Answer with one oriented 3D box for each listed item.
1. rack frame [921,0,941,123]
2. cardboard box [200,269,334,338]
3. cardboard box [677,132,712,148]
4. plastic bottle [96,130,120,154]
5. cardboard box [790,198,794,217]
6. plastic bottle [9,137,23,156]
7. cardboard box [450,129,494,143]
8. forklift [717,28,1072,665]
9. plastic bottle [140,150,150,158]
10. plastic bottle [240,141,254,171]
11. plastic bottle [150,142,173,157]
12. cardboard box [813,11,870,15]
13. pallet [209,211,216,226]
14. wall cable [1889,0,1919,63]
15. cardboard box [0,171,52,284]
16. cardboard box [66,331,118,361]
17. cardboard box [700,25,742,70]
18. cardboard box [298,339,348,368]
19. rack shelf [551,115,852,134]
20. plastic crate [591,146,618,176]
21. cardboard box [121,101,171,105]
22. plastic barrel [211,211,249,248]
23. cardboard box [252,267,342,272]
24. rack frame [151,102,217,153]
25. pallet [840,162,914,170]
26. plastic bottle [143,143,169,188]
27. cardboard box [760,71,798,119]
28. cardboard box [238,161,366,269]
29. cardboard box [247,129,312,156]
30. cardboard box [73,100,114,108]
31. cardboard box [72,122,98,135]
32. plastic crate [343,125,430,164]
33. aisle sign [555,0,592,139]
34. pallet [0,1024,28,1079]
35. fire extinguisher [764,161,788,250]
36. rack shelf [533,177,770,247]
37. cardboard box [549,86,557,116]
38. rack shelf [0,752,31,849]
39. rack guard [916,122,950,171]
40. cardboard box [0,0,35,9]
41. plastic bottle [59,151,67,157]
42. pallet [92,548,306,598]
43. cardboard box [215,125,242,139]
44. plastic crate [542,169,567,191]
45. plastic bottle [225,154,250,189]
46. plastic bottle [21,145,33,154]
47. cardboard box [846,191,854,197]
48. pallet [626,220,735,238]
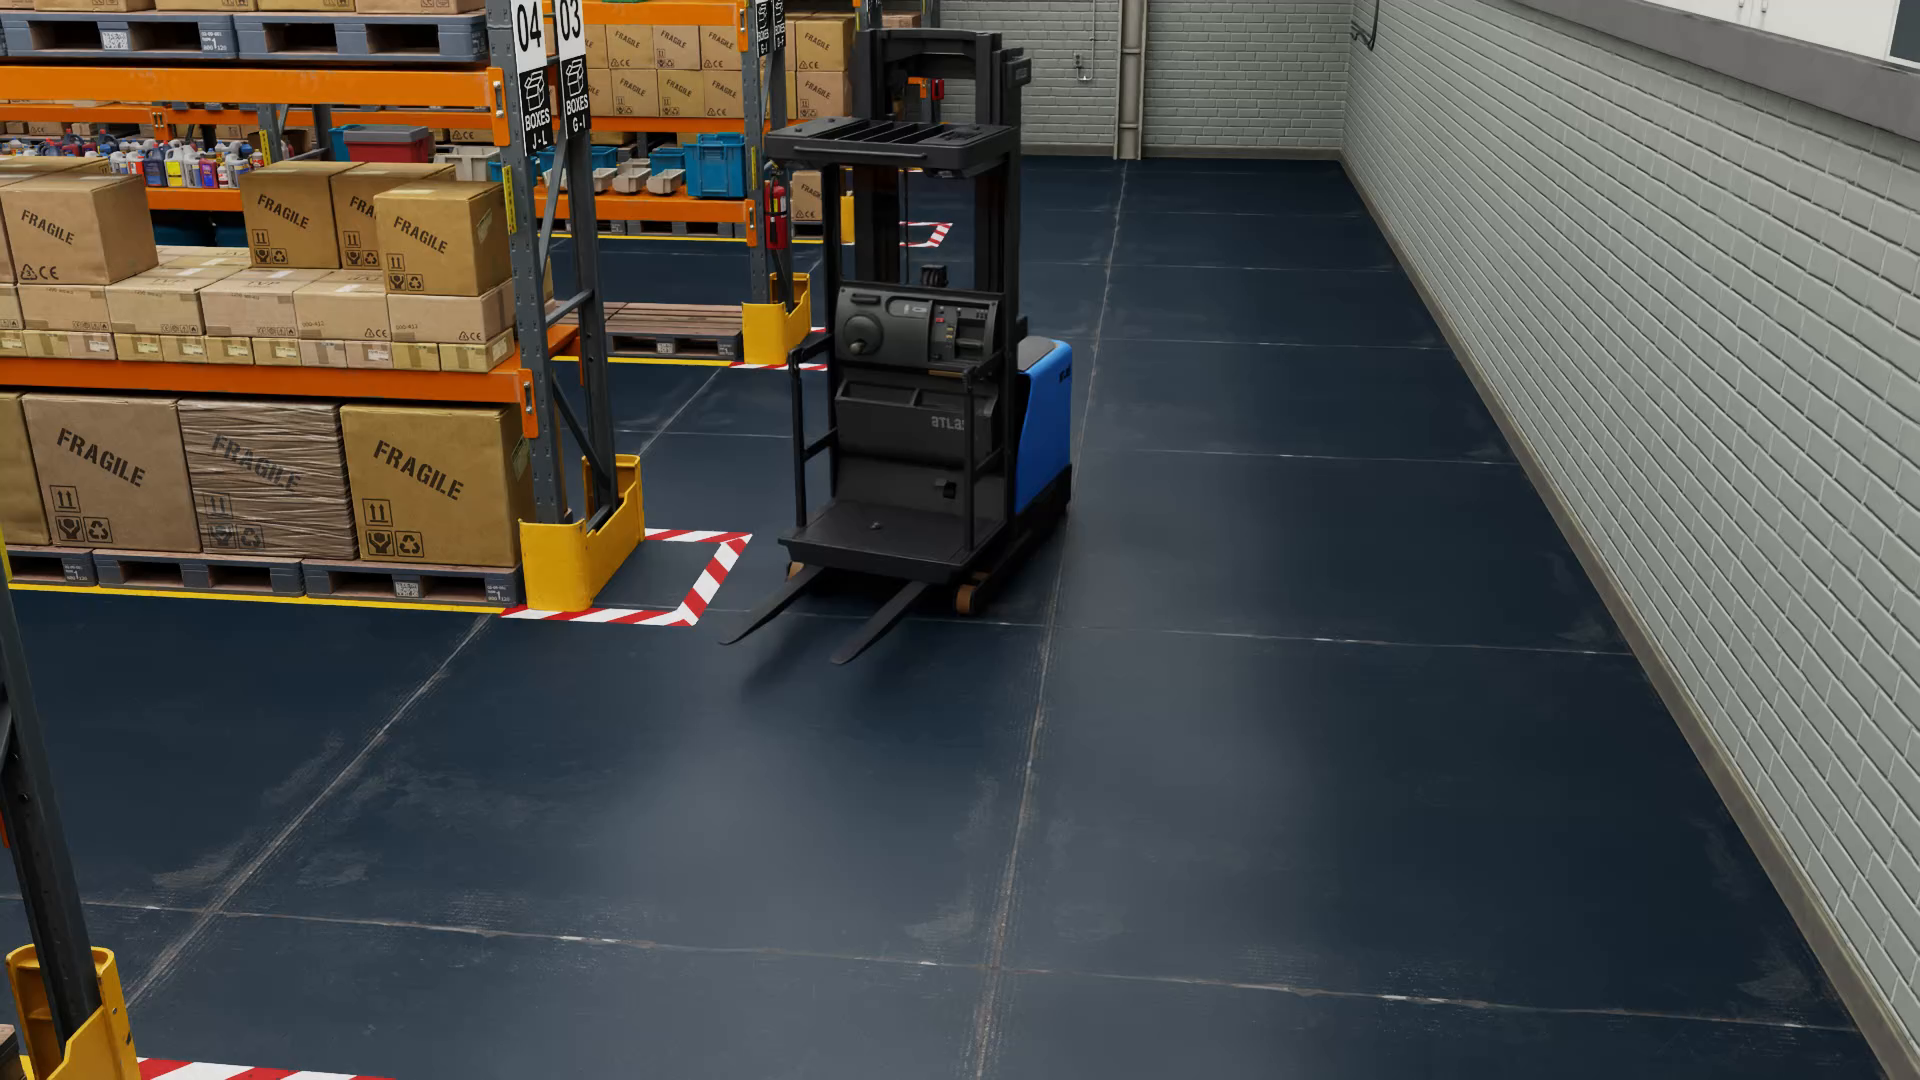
[{"bbox_3d":[-0.393,-6.650,22.681,0.127,3.000,1.000,2,22,6],"label":"rack frame"},{"bbox_3d":[-3.664,-1.262,8.851,0.500,0.250,0.500,2,22,4],"label":"cardboard box"},{"bbox_3d":[-3.635,-5.786,23.325,0.500,0.500,0.700,3,22,7],"label":"cardboard box"},{"bbox_3d":[-7.448,-3.409,14.551,0.185,0.351,0.144,2,22,6],"label":"plastic bottle"},{"bbox_3d":[-1.933,-3.713,18.506,0.250,0.166,0.380,2,22,6],"label":"cardboard box"},{"bbox_3d":[-8.324,-3.419,14.684,0.097,0.271,0.097,0,22,0],"label":"plastic bottle"},{"bbox_3d":[-6.754,-6.072,23.572,0.750,0.750,0.750,2,22,6],"label":"cardboard box"},{"bbox_3d":[-0.316,-1.132,8.817,1.130,2.935,3.031,8,23,20],"label":"forklift"},{"bbox_3d":[-6.828,-3.129,13.951,0.097,0.271,0.097,0,22,0],"label":"plastic bottle"},{"bbox_3d":[-6.191,-3.326,14.449,0.097,0.271,0.097,0,22,0],"label":"plastic bottle"},{"bbox_3d":[-6.884,-3.292,14.356,0.135,0.276,0.152,2,22,6],"label":"plastic bottle"},{"bbox_3d":[-1.625,-6.836,22.742,0.700,0.700,0.980,2,22,6],"label":"cardboard box"},{"bbox_3d":[-8.180,-3.845,19.378,1.213,0.211,1.003,2,22,6],"label":"pallet"},{"bbox_3d":[3.067,-4.008,3.462,0.120,5.999,2.277,2,22,6],"label":"wall cable"},{"bbox_3d":[-5.181,-1.677,8.881,0.500,0.500,0.500,2,22,6],"label":"cardboard box"},{"bbox_3d":[-4.573,-1.091,8.961,0.250,0.149,0.380,3,22,7],"label":"cardboard box"},{"bbox_3d":[-2.464,-5.314,17.806,0.500,0.500,0.500,3,22,8],"label":"cardboard box"},{"bbox_3d":[-3.291,-1.036,8.823,0.250,0.149,0.380,3,22,7],"label":"cardboard box"},{"bbox_3d":[-2.959,-4.594,18.457,4.000,0.370,1.077,2,22,6],"label":"rack shelf"},{"bbox_3d":[-3.073,-3.171,14.027,0.300,0.233,0.416,2,22,6],"label":"plastic crate"},{"bbox_3d":[-9.273,-5.178,19.078,0.500,0.311,0.500,4,22,10],"label":"cardboard box"},{"bbox_3d":[-6.070,-2.456,14.354,0.708,0.901,0.600,2,22,6],"label":"plastic barrel"},{"bbox_3d":[-3.603,-1.456,9.342,0.500,0.250,0.500,2,22,4],"label":"cardboard box"},{"bbox_3d":[-8.917,-5.188,18.982,0.127,3.000,1.000,2,22,6],"label":"rack frame"},{"bbox_3d":[-1.197,-5.360,23.209,1.213,0.211,1.003,2,22,6],"label":"pallet"},{"bbox_3d":[-6.666,-3.112,13.798,0.185,0.351,0.144,2,22,6],"label":"plastic bottle"},{"bbox_3d":[-1.965,-4.829,17.939,0.500,0.500,0.500,3,22,7],"label":"cardboard box"},{"bbox_3d":[-3.599,-1.803,9.201,0.500,0.500,0.500,2,22,5],"label":"cardboard box"},{"bbox_3d":[-7.904,-4.623,19.335,0.500,0.250,0.500,3,22,8],"label":"cardboard box"},{"bbox_3d":[-9.843,-5.009,18.871,0.250,0.149,0.380,2,22,6],"label":"cardboard box"},{"bbox_3d":[-12.845,-6.069,24.466,0.250,0.166,0.380,0,22,-1],"label":"cardboard box"},{"bbox_3d":[-4.674,-3.134,13.618,0.583,0.464,0.402,2,22,6],"label":"plastic crate"},{"bbox_3d":[-2.035,-2.540,8.749,0.004,0.787,0.394,2,22,6],"label":"aisle sign"},{"bbox_3d":[-3.704,1.827,5.031,1.213,0.211,1.003,2,22,6],"label":"pallet"},{"bbox_3d":[-1.463,-2.651,13.179,0.183,0.674,0.296,2,22,6],"label":"fire extinguisher"},{"bbox_3d":[-3.545,-2.785,13.883,4.000,0.370,1.077,2,22,6],"label":"rack shelf"},{"bbox_3d":[-4.471,-4.940,18.218,0.500,0.500,0.500,3,22,8],"label":"cardboard box"},{"bbox_3d":[-4.812,0.830,4.740,4.000,0.370,1.077,2,22,6],"label":"rack shelf"},{"bbox_3d":[-0.370,-5.487,23.138,0.348,0.500,1.175,2,22,6],"label":"rack guard"},{"bbox_3d":[-4.797,-3.044,8.637,0.500,0.500,0.700,4,22,9],"label":"cardboard box"},{"bbox_3d":[-7.424,-3.098,13.855,0.133,0.283,0.061,2,22,6],"label":"plastic bottle"},{"bbox_3d":[-4.154,0.012,9.622,1.213,0.211,1.003,2,22,6],"label":"pallet"},{"bbox_3d":[-10.556,-6.145,24.205,0.500,0.500,0.700,3,22,7],"label":"cardboard box"},{"bbox_3d":[-3.252,-2.935,13.560,0.250,0.136,0.298,2,22,6],"label":"plastic crate"},{"bbox_3d":[-5.961,-3.048,13.738,0.135,0.276,0.152,2,22,6],"label":"plastic bottle"},{"bbox_3d":[-8.227,-3.383,14.686,0.097,0.201,0.097,0,22,0],"label":"plastic bottle"},{"bbox_3d":[-1.348,-3.864,18.913,0.250,0.149,0.380,2,22,6],"label":"cardboard box"},{"bbox_3d":[-3.048,-3.636,18.850,1.213,0.211,1.003,2,22,6],"label":"pallet"}]
